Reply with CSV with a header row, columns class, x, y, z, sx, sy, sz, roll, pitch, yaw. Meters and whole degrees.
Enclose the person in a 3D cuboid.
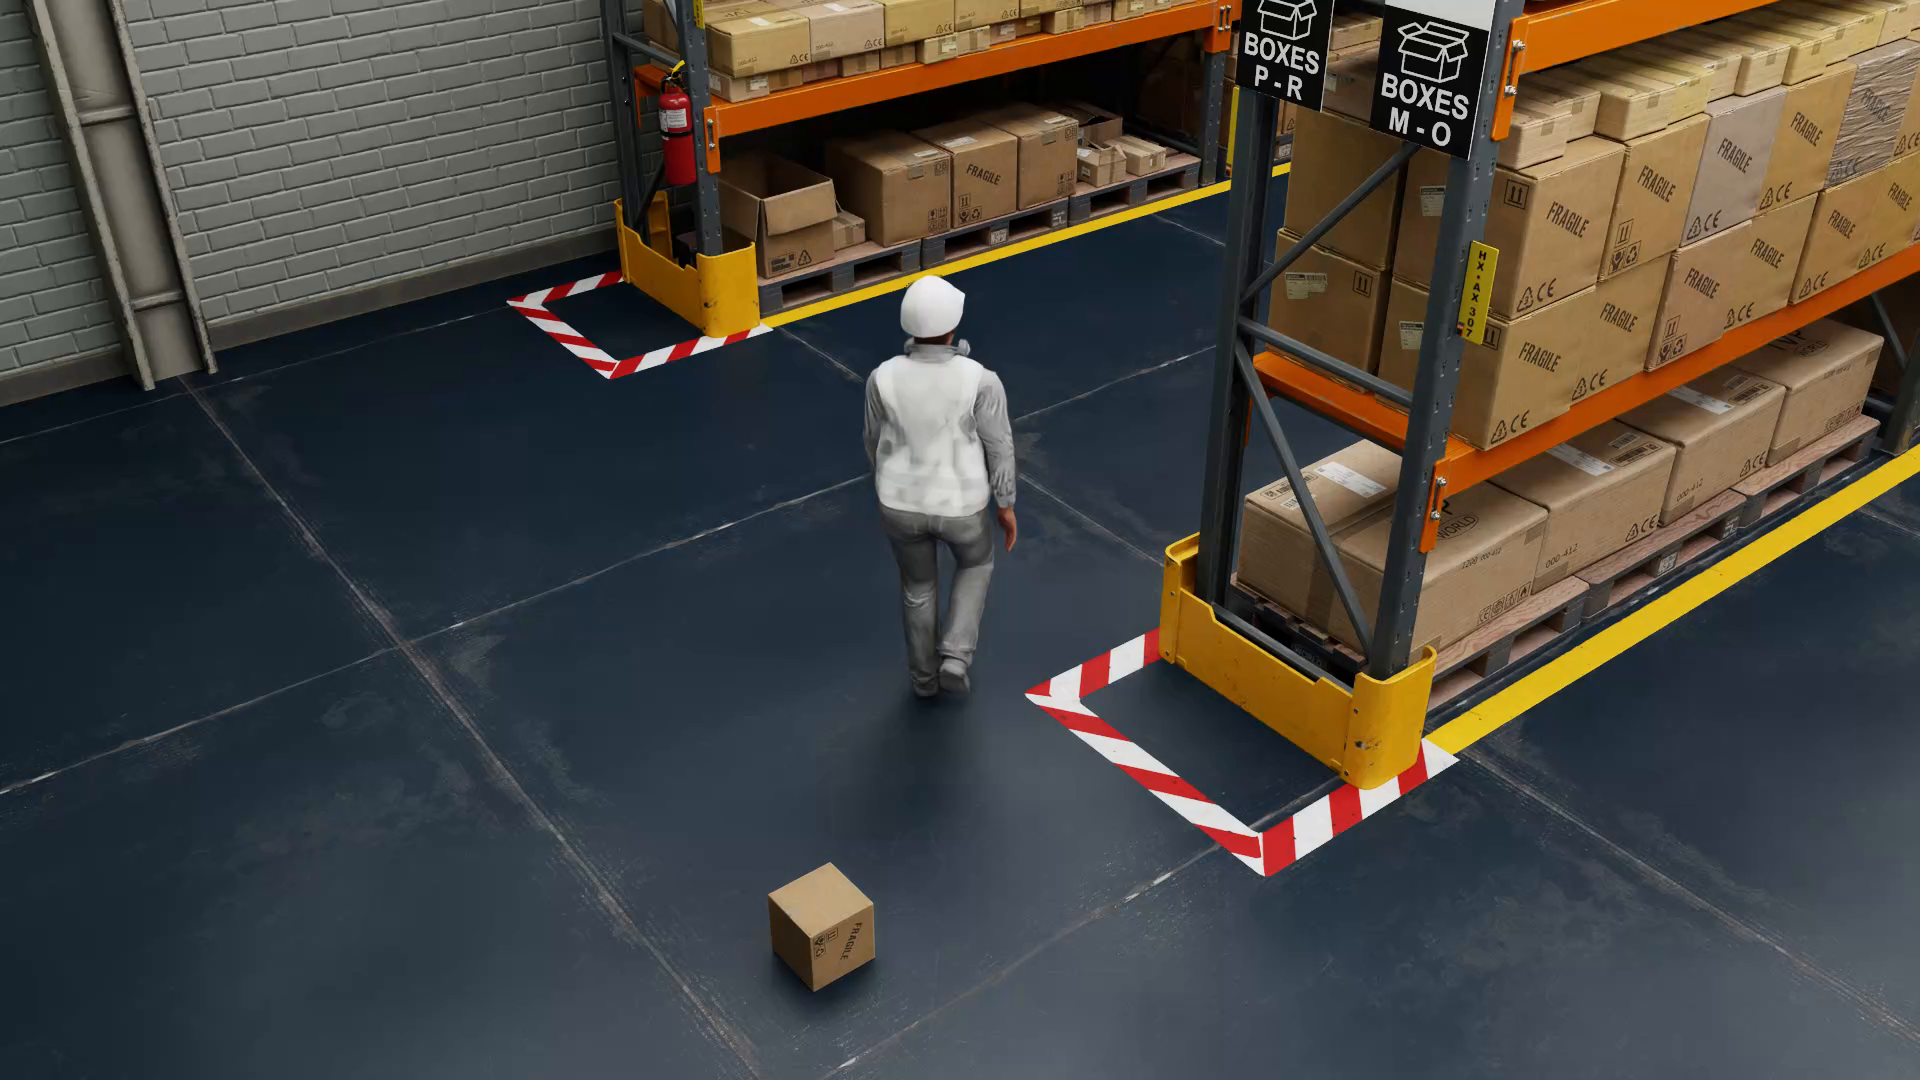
class,x,y,z,sx,sy,sz,roll,pitch,yaw
person,-0.073,-0.167,6.339,0.599,1.758,0.518,3,32,5
